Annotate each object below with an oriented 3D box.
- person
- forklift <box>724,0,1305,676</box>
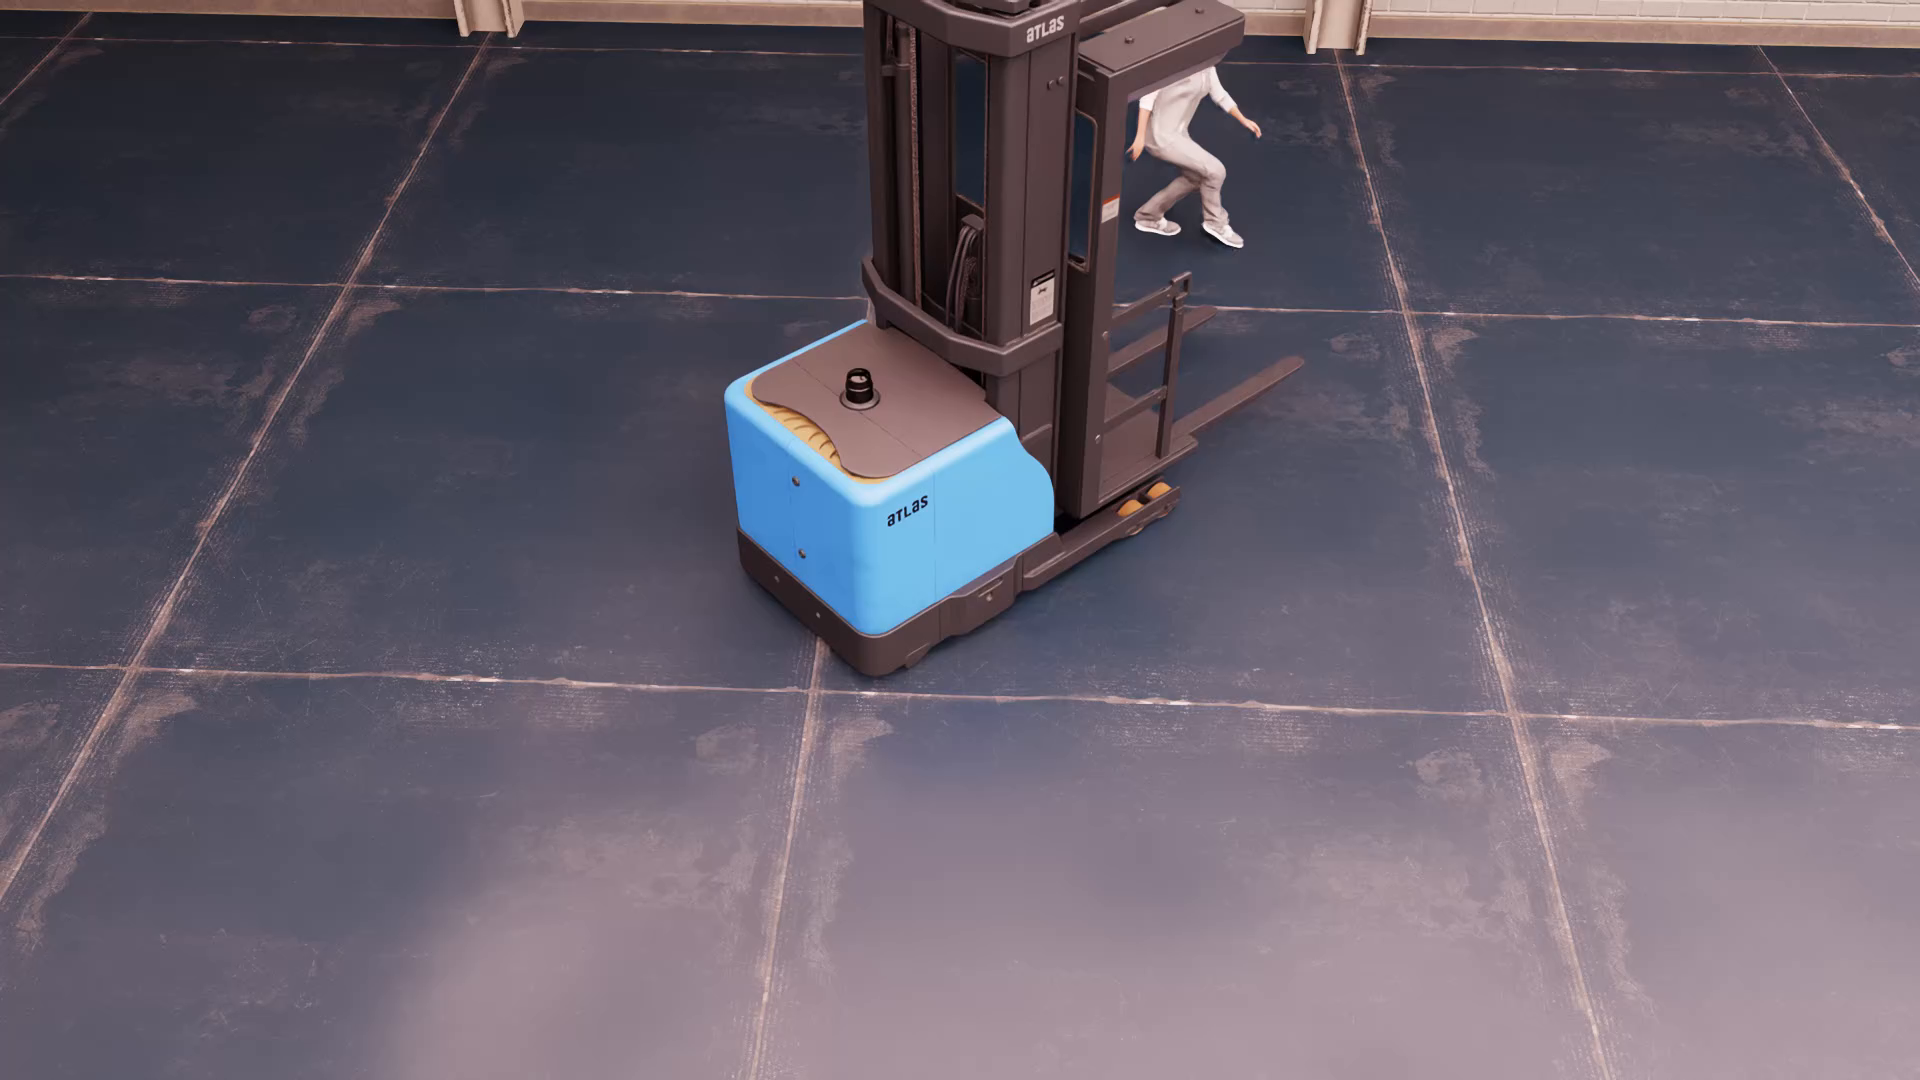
[{"bbox_3d":[1.333,-2.255,9.345,0.693,1.427,0.635,11,44,12],"label":"person"},{"bbox_3d":[0.427,-1.349,7.220,3.031,2.935,1.130,-30,50,-29],"label":"forklift"}]
